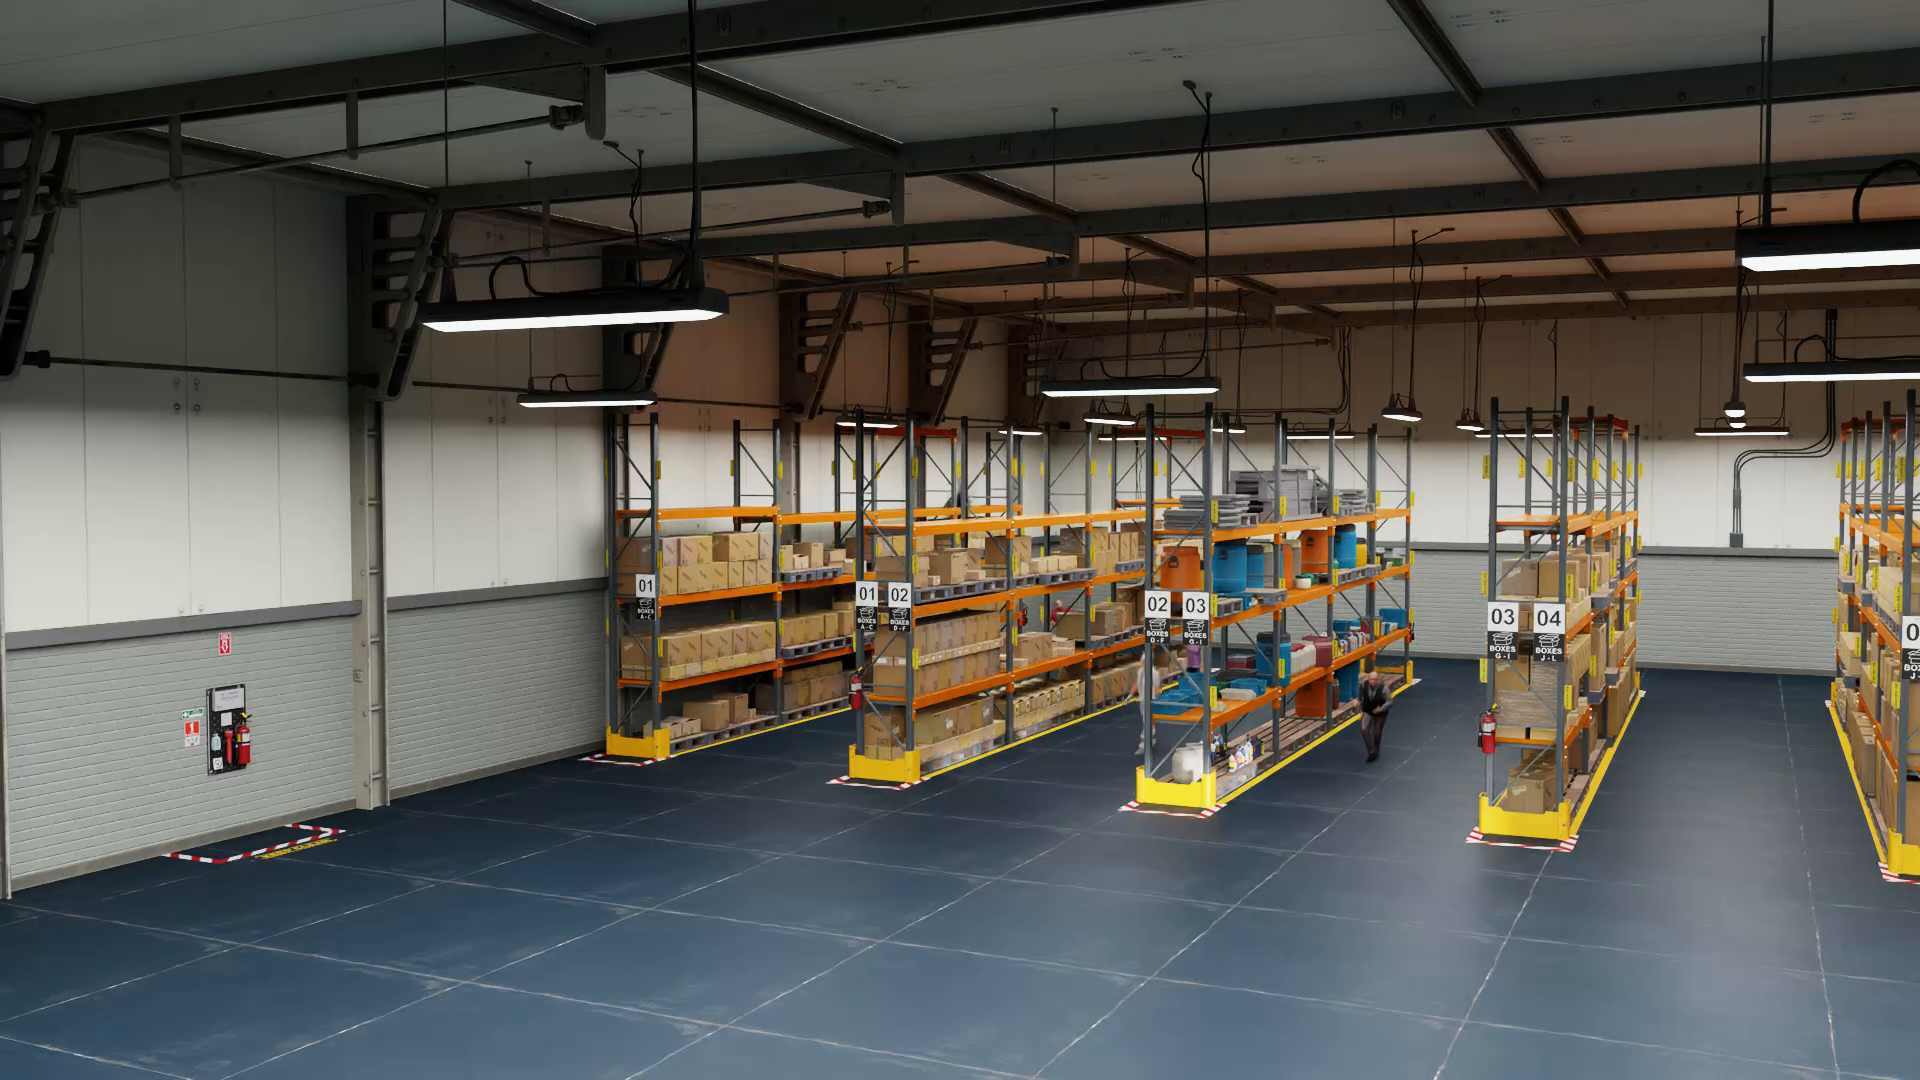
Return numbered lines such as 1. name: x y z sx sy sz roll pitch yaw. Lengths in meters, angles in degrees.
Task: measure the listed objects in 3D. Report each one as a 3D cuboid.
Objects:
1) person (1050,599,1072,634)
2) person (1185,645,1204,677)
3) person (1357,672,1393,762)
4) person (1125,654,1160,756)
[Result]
1. person: 2.655 2.387 42.636 0.778 1.739 0.702 0 2 9
2. person: 5.033 2.717 35.556 0.447 1.581 0.540 -2 3 -43
3. person: 7.157 3.000 28.630 0.669 1.553 1.065 1 3 24
4. person: 3.268 2.887 29.464 0.766 1.775 0.740 -2 3 -33
